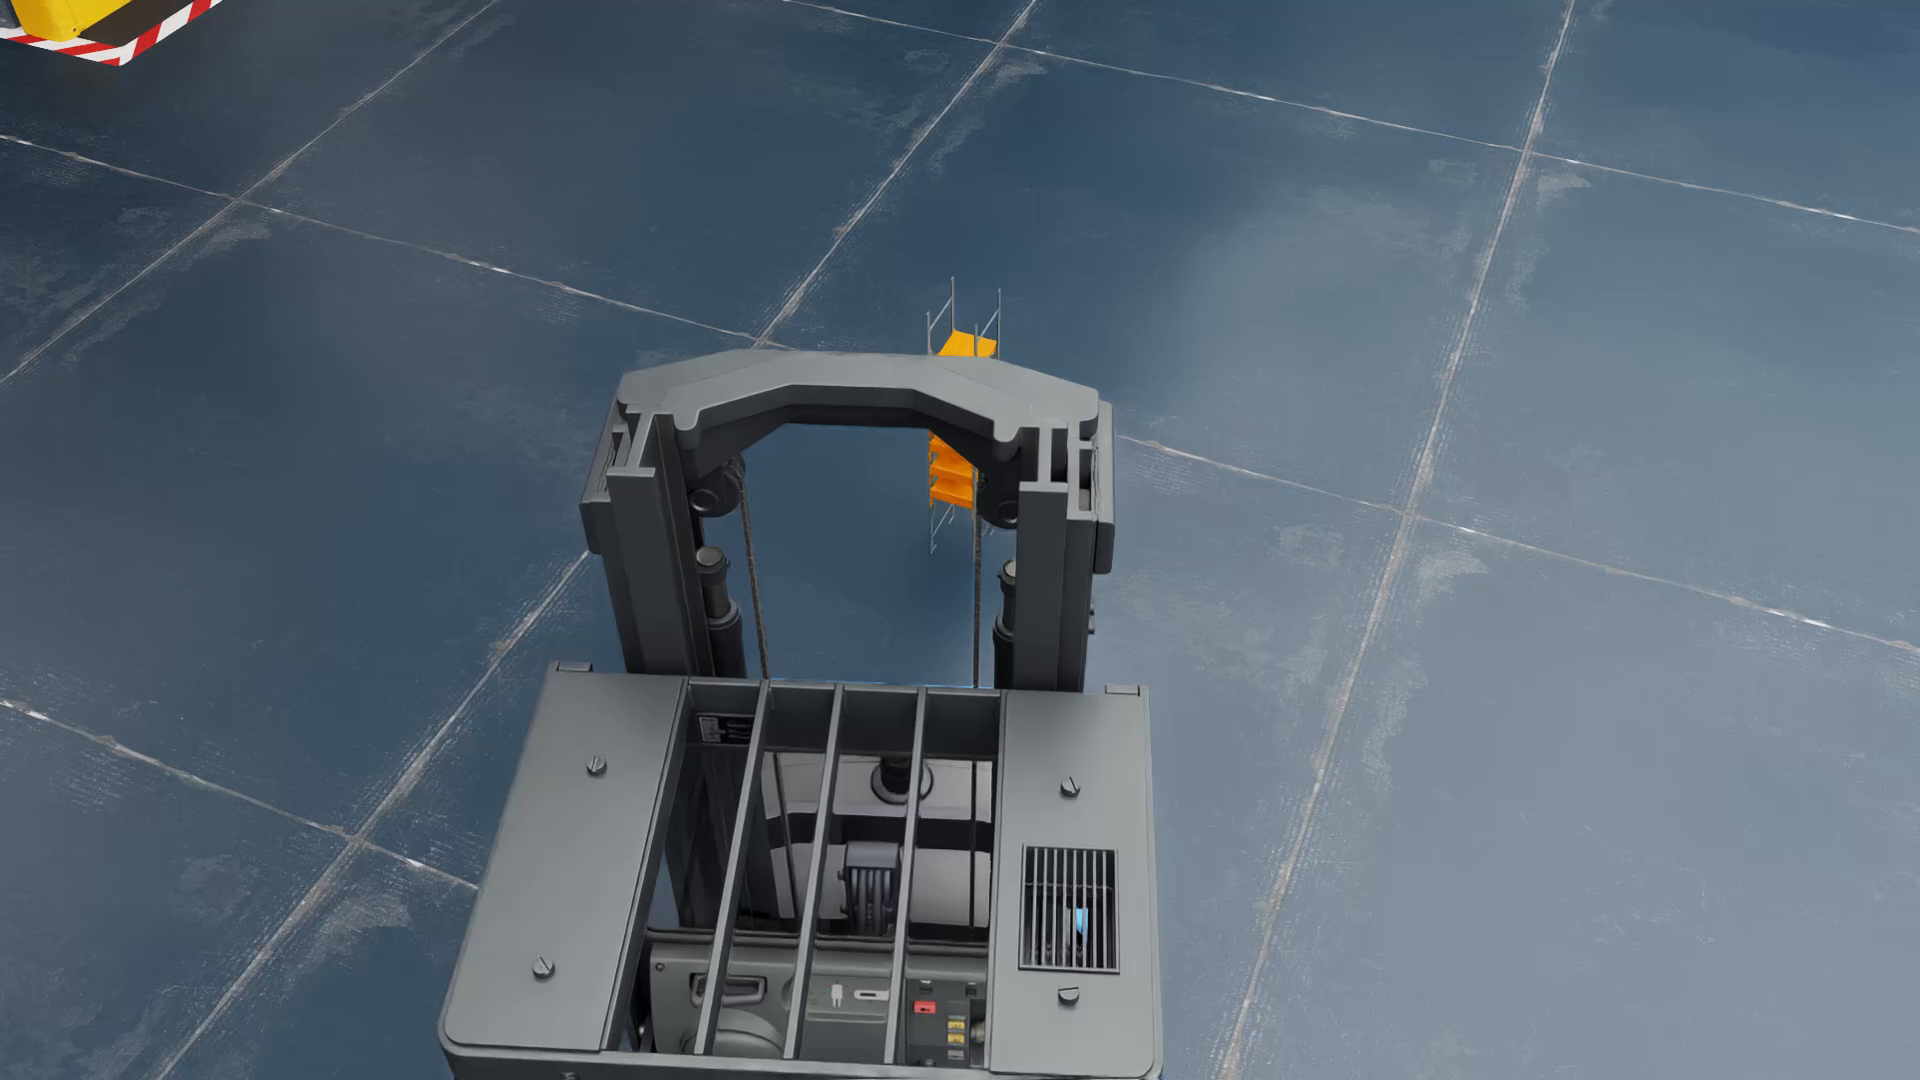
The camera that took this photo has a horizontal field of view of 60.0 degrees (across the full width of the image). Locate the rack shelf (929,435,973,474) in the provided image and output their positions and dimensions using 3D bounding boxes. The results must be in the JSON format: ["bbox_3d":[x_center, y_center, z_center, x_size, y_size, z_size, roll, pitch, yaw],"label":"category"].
[{"bbox_3d":[0.013,-0.390,6.354,0.180,0.103,0.258,16,47,16],"label":"rack shelf"}]

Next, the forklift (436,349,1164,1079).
[{"bbox_3d":[-0.219,1.181,3.485,1.130,2.935,3.031,2,45,2],"label":"forklift"}]

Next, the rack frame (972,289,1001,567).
[{"bbox_3d":[0.098,-0.397,6.298,0.006,1.200,0.240,16,47,16],"label":"rack frame"}]

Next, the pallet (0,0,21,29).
[{"bbox_3d":[-5.917,-3.553,10.171,1.213,0.211,1.003,16,47,16],"label":"pallet"}]

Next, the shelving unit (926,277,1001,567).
[{"bbox_3d":[0.013,-0.421,6.323,0.189,1.200,0.258,16,47,16],"label":"shelving unit"}]

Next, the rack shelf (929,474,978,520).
[{"bbox_3d":[0.013,-0.220,6.523,0.180,0.103,0.258,16,47,16],"label":"rack shelf"}]

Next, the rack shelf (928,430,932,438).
[{"bbox_3d":[0.013,-0.475,6.270,0.180,0.103,0.258,16,47,16],"label":"rack shelf"}]

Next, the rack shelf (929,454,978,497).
[{"bbox_3d":[0.013,-0.305,6.439,0.180,0.103,0.258,16,47,16],"label":"rack shelf"}]

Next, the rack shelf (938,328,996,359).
[{"bbox_3d":[0.013,-0.645,6.100,0.180,0.103,0.258,16,47,16],"label":"rack shelf"}]

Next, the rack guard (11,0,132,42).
[{"bbox_3d":[-5.126,-3.483,9.896,0.348,0.500,1.175,16,47,16],"label":"rack guard"}]

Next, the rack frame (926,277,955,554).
[{"bbox_3d":[-0.071,-0.446,6.348,0.006,1.200,0.240,16,47,16],"label":"rack frame"}]
